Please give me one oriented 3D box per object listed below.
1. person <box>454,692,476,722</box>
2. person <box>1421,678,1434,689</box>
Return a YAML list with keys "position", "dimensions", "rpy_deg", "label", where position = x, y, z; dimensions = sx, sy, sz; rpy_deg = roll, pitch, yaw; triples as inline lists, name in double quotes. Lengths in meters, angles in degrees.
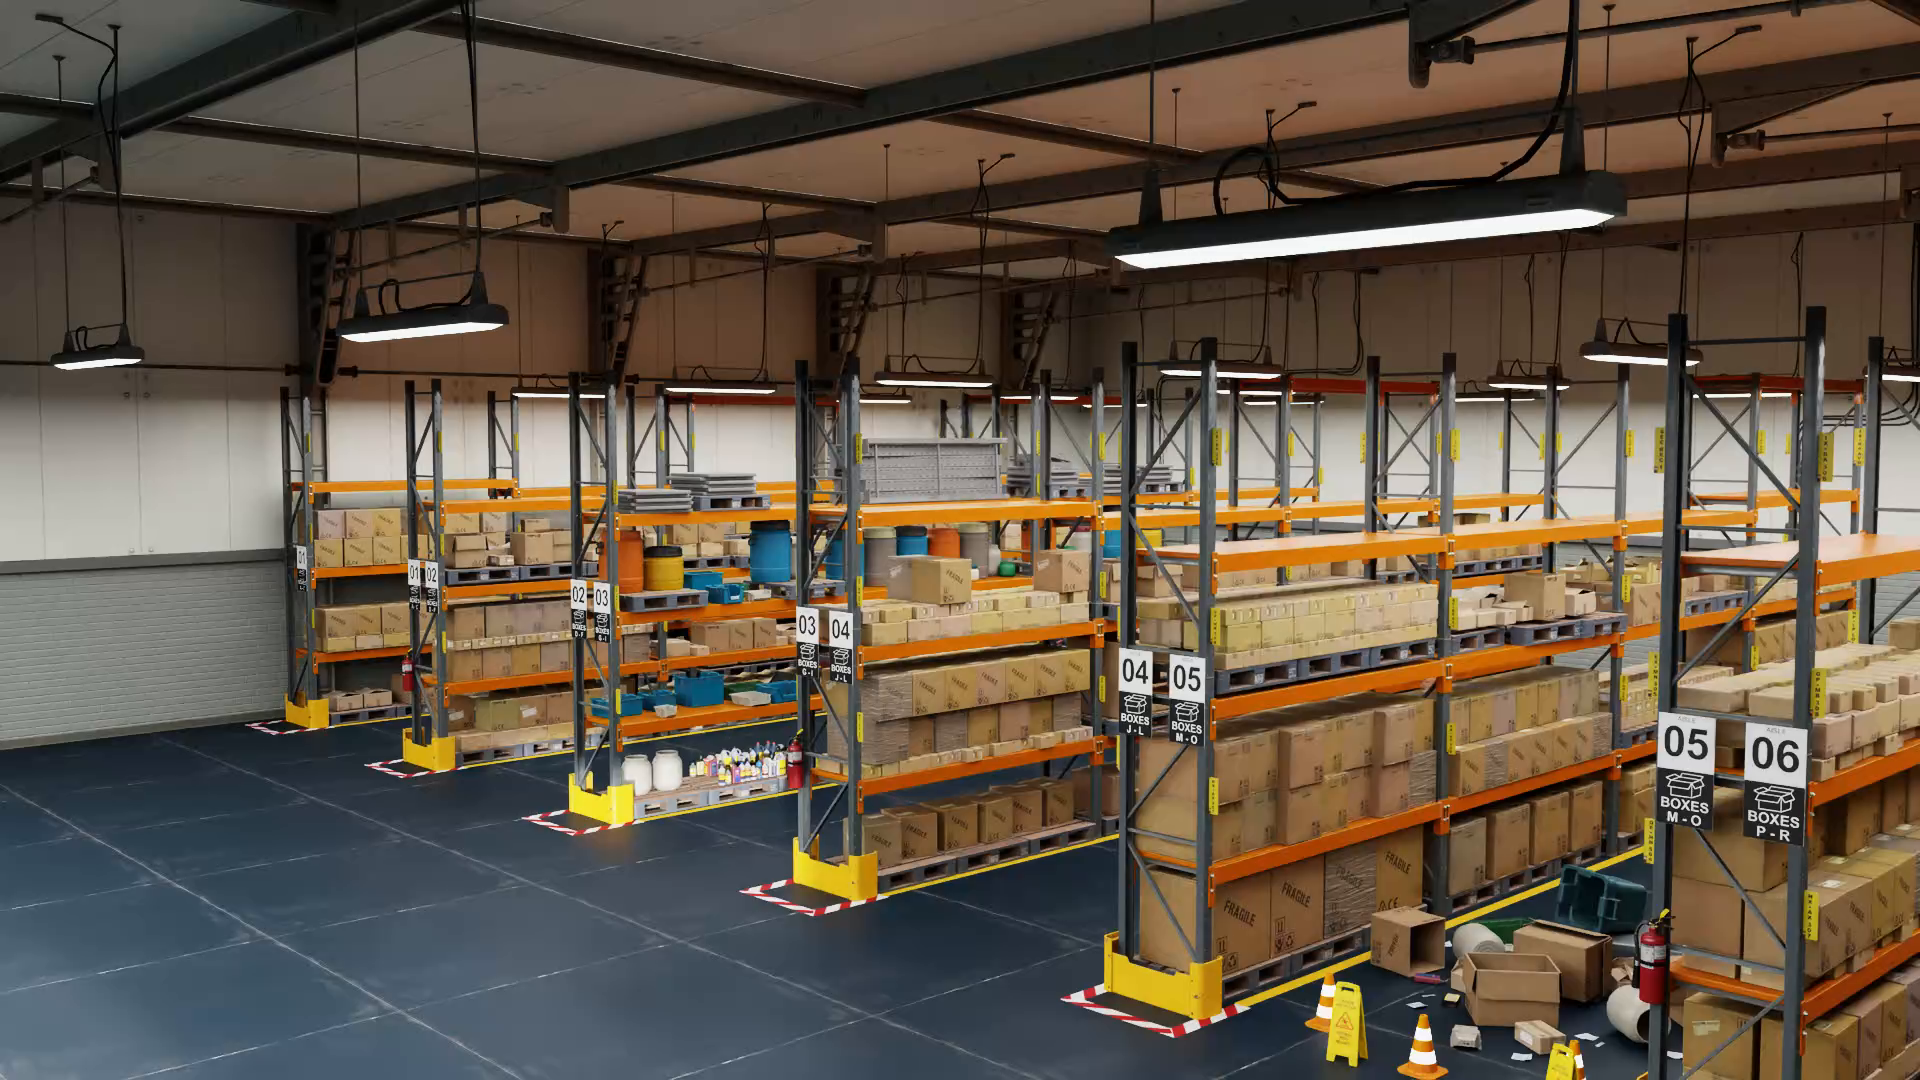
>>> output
- position: [-8.348, 2.537, 28.023]
  dimensions: [0.609, 1.667, 0.921]
  rpy_deg: [3, 5, 39]
  label: "person"
- position: [6.665, 2.796, 23.937]
  dimensions: [0.652, 1.679, 0.569]
  rpy_deg: [3, 5, 39]
  label: "person"
